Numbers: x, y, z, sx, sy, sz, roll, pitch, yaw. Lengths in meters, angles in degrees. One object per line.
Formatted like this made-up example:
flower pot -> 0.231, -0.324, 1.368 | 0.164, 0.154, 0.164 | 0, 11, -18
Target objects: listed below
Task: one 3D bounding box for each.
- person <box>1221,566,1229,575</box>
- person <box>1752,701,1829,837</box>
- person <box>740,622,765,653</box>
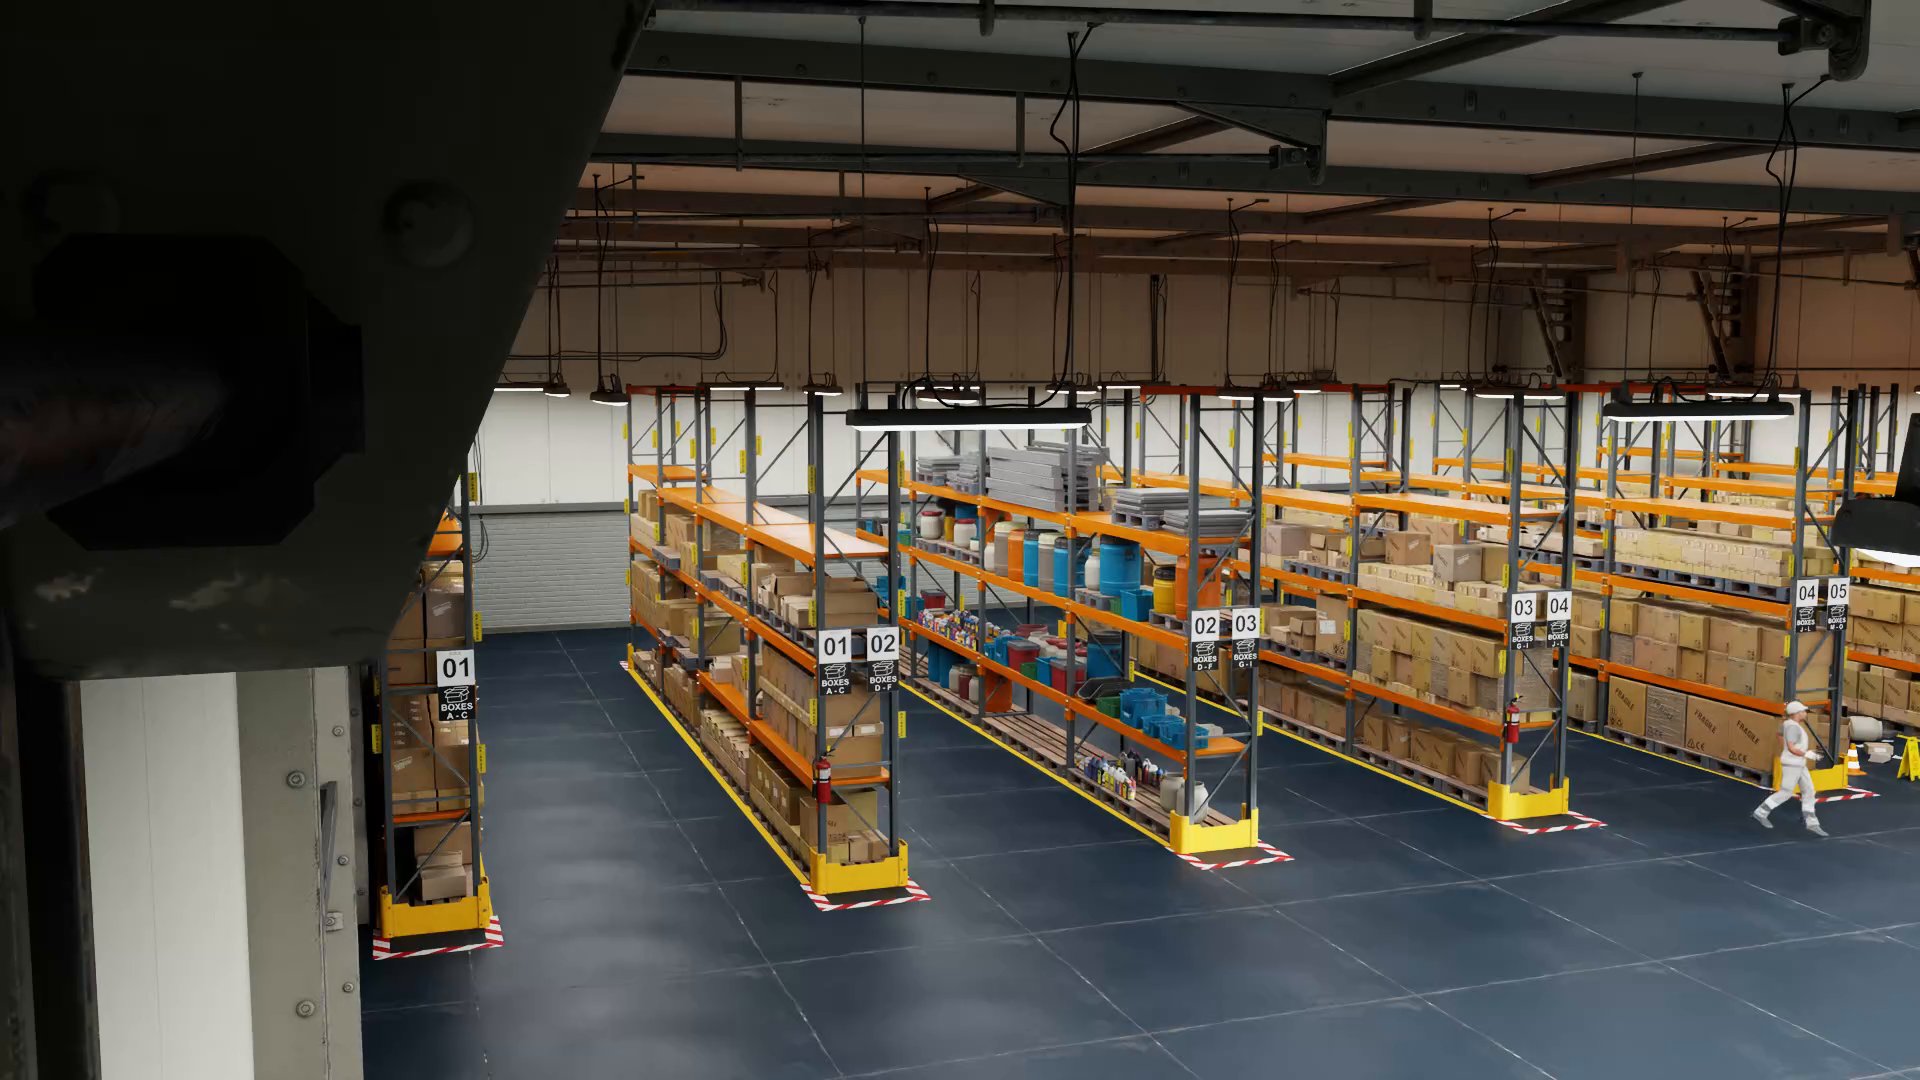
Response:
person -> 6.227, 1.335, 40.283 | 0.824, 1.765, 0.691 | 4, 7, 36
person -> 11.373, 3.095, 22.670 | 0.945, 1.800, 0.684 | 4, 7, 32
person -> -4.200, 1.923, 34.091 | 0.600, 1.542, 0.520 | -3, 6, -23
